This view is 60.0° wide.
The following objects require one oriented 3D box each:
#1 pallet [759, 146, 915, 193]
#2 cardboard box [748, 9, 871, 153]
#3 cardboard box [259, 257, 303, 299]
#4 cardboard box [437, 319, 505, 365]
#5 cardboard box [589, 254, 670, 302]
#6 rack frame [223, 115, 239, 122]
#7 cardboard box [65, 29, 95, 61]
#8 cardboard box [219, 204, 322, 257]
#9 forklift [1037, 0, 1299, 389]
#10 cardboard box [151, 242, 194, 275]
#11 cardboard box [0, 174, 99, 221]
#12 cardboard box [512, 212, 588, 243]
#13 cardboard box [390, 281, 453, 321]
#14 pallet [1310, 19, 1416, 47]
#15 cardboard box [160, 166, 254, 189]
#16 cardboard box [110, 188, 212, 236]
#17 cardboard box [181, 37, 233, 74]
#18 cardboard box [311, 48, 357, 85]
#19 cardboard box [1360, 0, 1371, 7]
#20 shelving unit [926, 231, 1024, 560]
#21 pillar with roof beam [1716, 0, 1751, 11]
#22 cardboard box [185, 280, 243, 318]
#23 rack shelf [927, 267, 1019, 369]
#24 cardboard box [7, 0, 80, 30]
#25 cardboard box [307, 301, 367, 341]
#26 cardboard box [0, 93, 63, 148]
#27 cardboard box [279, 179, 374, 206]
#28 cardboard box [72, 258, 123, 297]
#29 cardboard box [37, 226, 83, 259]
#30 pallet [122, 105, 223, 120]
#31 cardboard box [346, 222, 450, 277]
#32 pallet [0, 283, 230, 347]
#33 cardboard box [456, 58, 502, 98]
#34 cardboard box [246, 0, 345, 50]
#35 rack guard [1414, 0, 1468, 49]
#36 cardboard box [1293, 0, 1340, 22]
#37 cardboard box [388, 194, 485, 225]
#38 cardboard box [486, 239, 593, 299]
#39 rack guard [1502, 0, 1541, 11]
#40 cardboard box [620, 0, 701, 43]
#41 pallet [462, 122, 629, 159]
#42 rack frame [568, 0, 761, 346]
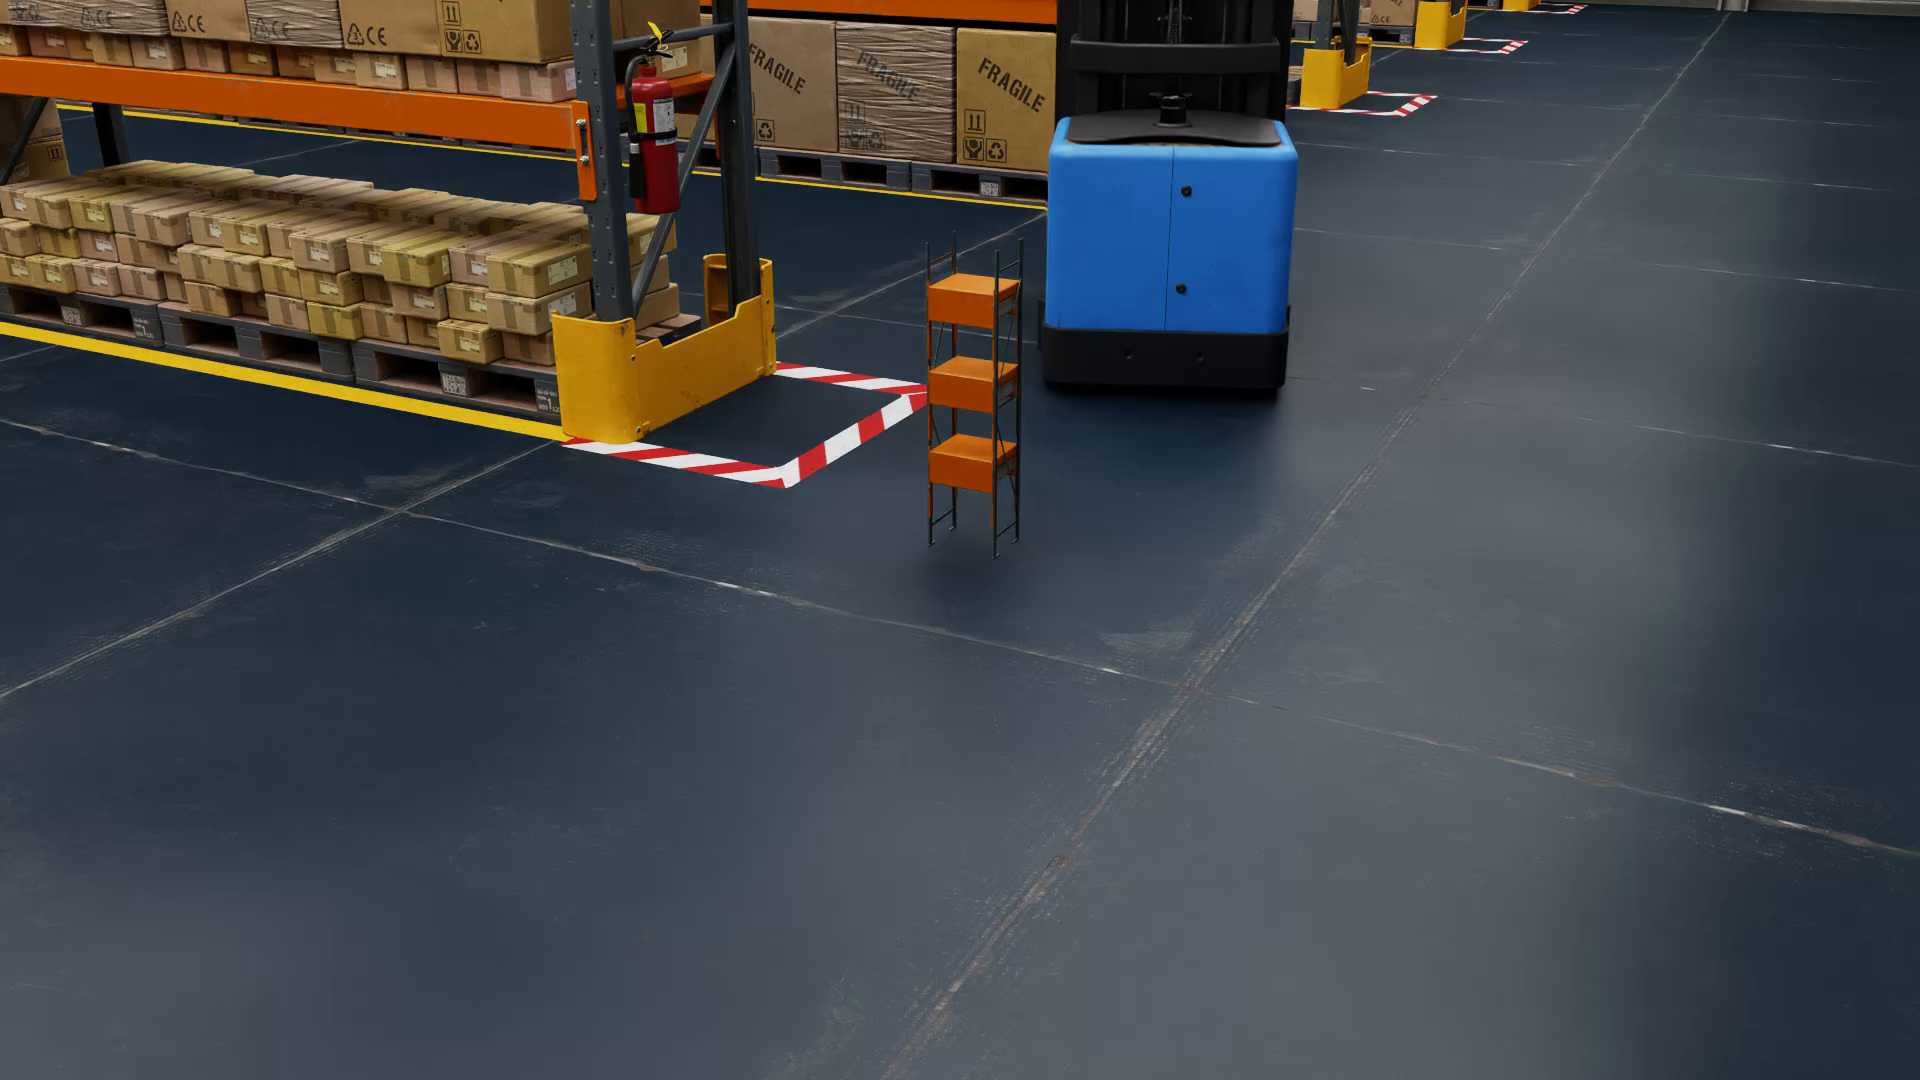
[{"bbox_3d":[-0.665,-2.734,11.909,1.213,0.211,1.003,11,25,25],"label":"pallet"},{"bbox_3d":[-1.045,-3.306,11.869,0.875,0.875,0.875,11,25,25],"label":"cardboard box"},{"bbox_3d":[-2.912,-1.215,7.499,0.250,0.149,0.380,13,26,27],"label":"cardboard box"},{"bbox_3d":[-1.998,-0.884,7.103,0.250,0.149,0.380,12,26,26],"label":"cardboard box"},{"bbox_3d":[-1.511,-1.173,7.402,0.250,0.149,0.380,12,26,27],"label":"cardboard box"},{"bbox_3d":[-5.971,-5.100,13.910,0.127,3.000,1.000,11,25,25],"label":"rack frame"},{"bbox_3d":[-3.858,-2.301,7.649,0.250,0.149,0.380,10,25,22],"label":"cardboard box"},{"bbox_3d":[-3.132,-1.416,7.594,0.250,0.149,0.380,11,26,25],"label":"cardboard box"},{"bbox_3d":[1.018,-2.530,7.953,1.130,2.935,3.031,2,23,5],"label":"forklift"},{"bbox_3d":[-3.576,-1.373,7.871,0.250,0.149,0.380,12,26,27],"label":"cardboard box"},{"bbox_3d":[-4.515,-1.701,8.263,0.250,0.149,0.380,12,26,27],"label":"cardboard box"},{"bbox_3d":[-1.774,-1.346,7.428,0.250,0.149,0.380,12,26,25],"label":"cardboard box"},{"bbox_3d":[-2.224,-1.076,7.173,0.250,0.149,0.380,10,25,22],"label":"cardboard box"},{"bbox_3d":[4.862,-6.017,19.629,1.213,0.211,1.003,11,25,25],"label":"pallet"},{"bbox_3d":[-3.823,-1.790,8.472,0.250,0.149,0.380,11,25,24],"label":"cardboard box"},{"bbox_3d":[-3.805,-1.566,7.946,0.250,0.149,0.380,10,25,23],"label":"cardboard box"},{"bbox_3d":[-3.167,-2.153,7.300,0.250,0.149,0.380,12,26,27],"label":"cardboard box"},{"bbox_3d":[-2.474,-2.006,6.955,0.250,0.149,0.380,10,25,22],"label":"cardboard box"},{"bbox_3d":[4.838,-6.367,19.840,0.500,0.250,0.500,11,25,25],"label":"cardboard box"},{"bbox_3d":[0.048,-0.474,5.522,0.252,1.050,0.215,11,25,25],"label":"shelving unit"},{"bbox_3d":[8.731,-9.960,17.671,0.400,9.000,9.100,11,25,25],"label":"pillar with roof beam"},{"bbox_3d":[-3.373,-1.169,7.773,0.250,0.149,0.380,10,25,23],"label":"cardboard box"},{"bbox_3d":[0.048,-0.725,5.415,0.240,0.259,0.215,11,25,25],"label":"rack shelf"},{"bbox_3d":[-3.956,-2.602,7.527,0.500,0.500,0.500,11,25,25],"label":"cardboard box"},{"bbox_3d":[-2.678,-1.023,7.430,0.250,0.149,0.380,10,25,22],"label":"cardboard box"},{"bbox_3d":[-5.269,-2.290,9.001,0.500,0.250,0.500,10,25,22],"label":"cardboard box"},{"bbox_3d":[-3.097,-1.658,8.161,0.250,0.149,0.380,10,25,23],"label":"cardboard box"},{"bbox_3d":[-4.066,-1.311,8.107,0.250,0.149,0.380,11,25,24],"label":"cardboard box"},{"bbox_3d":[-4.284,-1.508,8.190,0.250,0.149,0.380,11,26,25],"label":"cardboard box"},{"bbox_3d":[-6.667,-3.955,14.781,1.213,0.211,1.003,11,25,25],"label":"pallet"},{"bbox_3d":[-2.435,-1.267,7.242,0.250,0.149,0.380,10,25,22],"label":"cardboard box"},{"bbox_3d":[-4.114,-1.290,8.513,1.213,0.211,1.003,11,25,25],"label":"pallet"},{"bbox_3d":[-1.783,-1.873,6.643,0.250,0.149,0.380,11,25,24],"label":"cardboard box"},{"bbox_3d":[-2.591,-2.324,6.875,0.500,0.500,0.500,11,26,25],"label":"cardboard box"},{"bbox_3d":[5.574,-6.010,19.243,0.348,0.500,1.175,11,25,25],"label":"rack guard"},{"bbox_3d":[4.211,-6.272,19.616,0.500,0.250,0.500,11,25,25],"label":"cardboard box"},{"bbox_3d":[-2.443,-1.502,7.796,0.250,0.149,0.380,12,26,27],"label":"cardboard box"},{"bbox_3d":[-1.746,-1.133,6.927,0.250,0.149,0.380,12,26,25],"label":"cardboard box"},{"bbox_3d":[7.895,-7.723,23.271,0.348,0.500,1.175,11,25,25],"label":"rack guard"},{"bbox_3d":[-1.435,-2.332,6.892,0.500,0.500,0.500,13,26,27],"label":"cardboard box"},{"bbox_3d":[-3.124,-3.220,13.053,1.213,0.211,1.003,11,25,25],"label":"pallet"},{"bbox_3d":[-1.159,-1.973,6.557,0.127,3.000,1.000,11,25,25],"label":"rack frame"}]
